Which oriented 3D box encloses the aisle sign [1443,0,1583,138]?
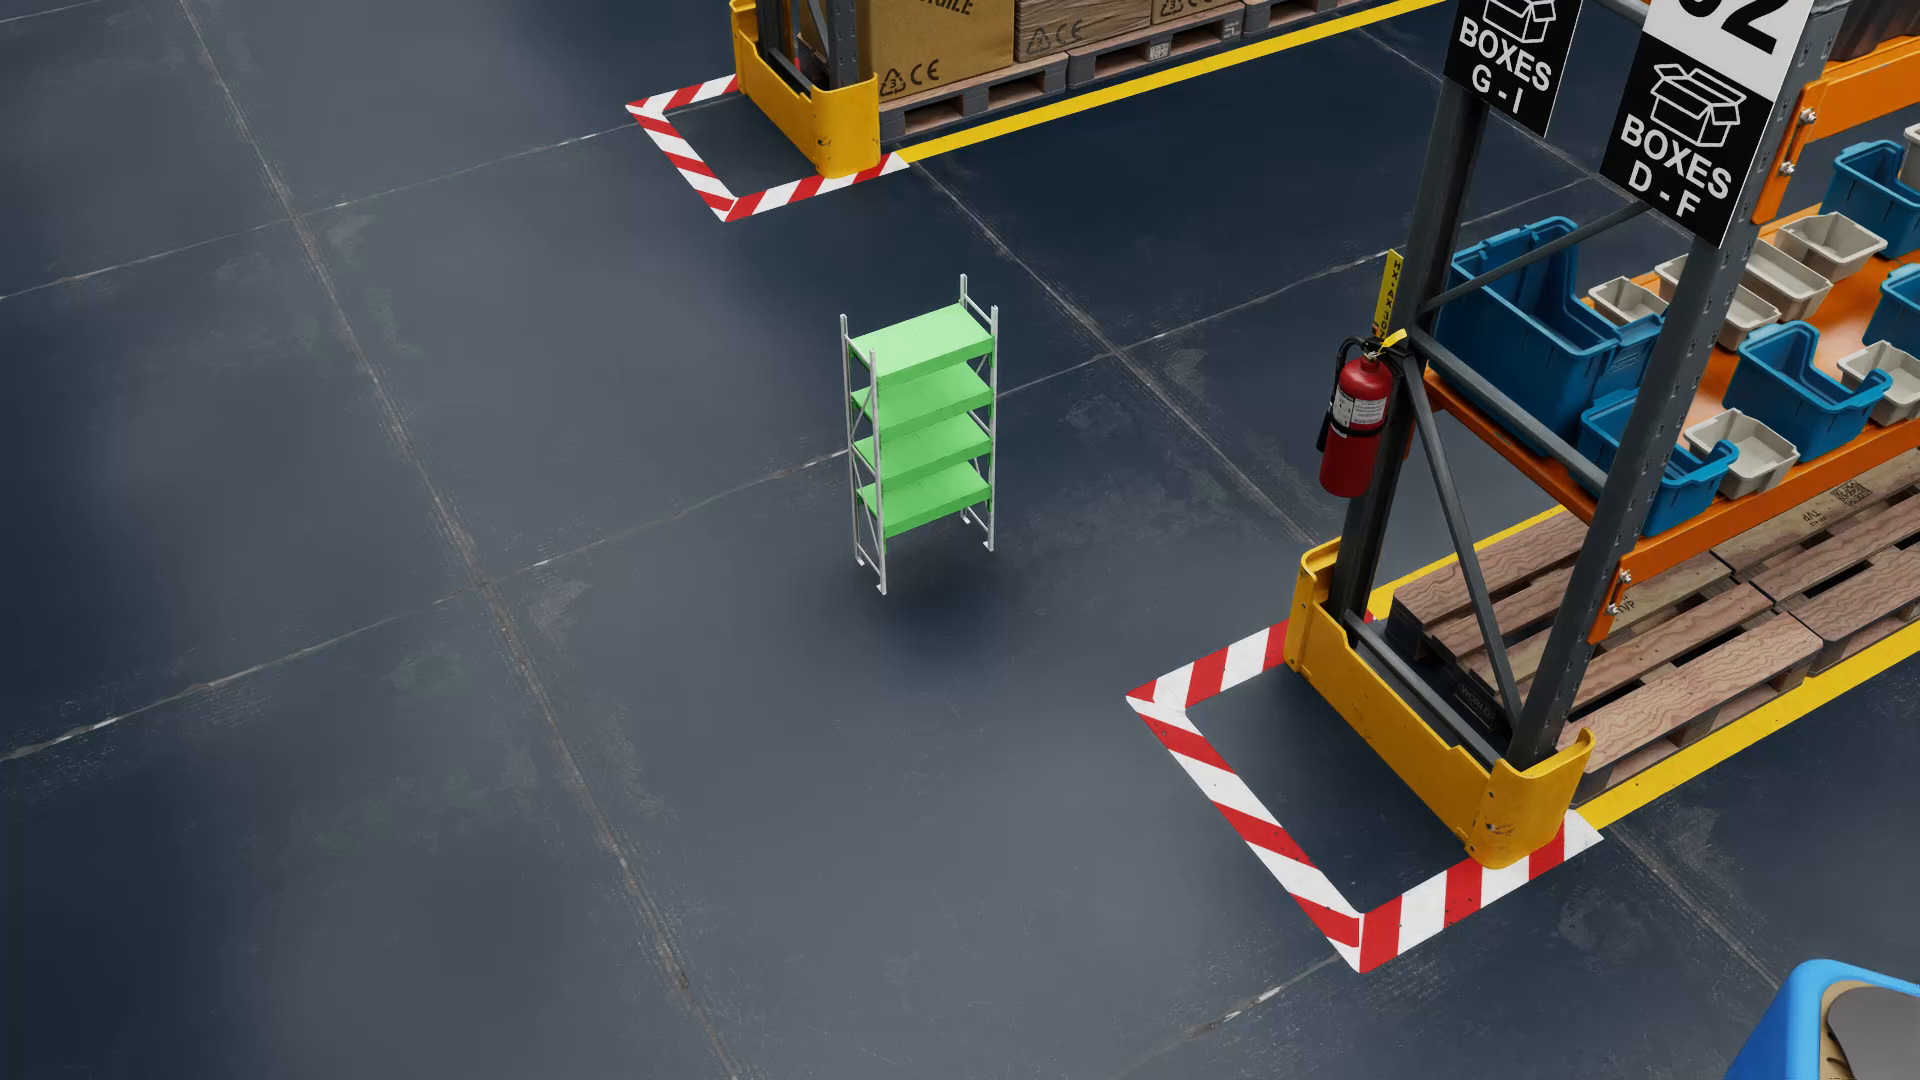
[{"bbox_3d":[1.444,-1.462,4.236,0.004,0.787,0.394,-22,48,-21],"label":"aisle sign"}]

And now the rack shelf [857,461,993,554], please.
[{"bbox_3d":[-0.144,-0.155,6.485,0.480,0.148,0.258,-22,48,-21],"label":"rack shelf"}]

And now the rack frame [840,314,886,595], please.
[{"bbox_3d":[-0.355,-0.288,6.186,0.015,1.200,0.240,-22,48,-21],"label":"rack frame"}]

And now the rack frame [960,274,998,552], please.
[{"bbox_3d":[0.068,-0.458,6.360,0.015,1.200,0.240,-22,48,-21],"label":"rack frame"}]

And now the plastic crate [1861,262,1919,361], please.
[{"bbox_3d":[3.172,-0.682,5.376,0.300,0.233,0.416,-22,48,-21],"label":"plastic crate"}]

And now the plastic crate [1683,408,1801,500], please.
[{"bbox_3d":[2.349,-0.252,5.002,0.298,0.136,0.250,-22,48,-21],"label":"plastic crate"}]

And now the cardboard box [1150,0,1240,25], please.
[{"bbox_3d":[1.260,-3.651,9.582,0.875,0.875,0.875,-22,48,-21],"label":"cardboard box"}]

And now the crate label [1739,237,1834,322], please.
[{"bbox_3d":[2.757,-0.899,5.669,0.243,0.136,0.396,-22,48,-21],"label":"crate label"}]

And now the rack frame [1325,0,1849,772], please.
[{"bbox_3d":[1.652,-0.377,4.984,0.127,3.000,1.000,-22,48,-21],"label":"rack frame"}]

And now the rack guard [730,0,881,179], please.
[{"bbox_3d":[-0.836,-2.462,8.928,0.348,0.500,1.175,-22,48,-21],"label":"rack guard"}]

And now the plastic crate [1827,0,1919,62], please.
[{"bbox_3d":[2.125,-1.372,3.949,0.590,0.269,0.497,-22,48,-21],"label":"plastic crate"}]

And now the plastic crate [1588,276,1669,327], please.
[{"bbox_3d":[2.269,-0.696,5.460,0.243,0.136,0.396,-22,48,-21],"label":"plastic crate"}]

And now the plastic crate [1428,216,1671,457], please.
[{"bbox_3d":[1.849,-0.640,5.187,0.499,0.435,0.616,-22,48,-21],"label":"plastic crate"}]

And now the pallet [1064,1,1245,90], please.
[{"bbox_3d":[0.895,-3.112,9.805,1.213,0.211,1.003,-22,48,-21],"label":"pallet"}]

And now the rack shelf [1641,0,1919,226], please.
[{"bbox_3d":[3.386,-1.889,4.905,4.000,0.370,1.077,-22,48,-21],"label":"rack shelf"}]

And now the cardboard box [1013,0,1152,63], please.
[{"bbox_3d":[0.489,-3.342,9.264,0.875,0.875,0.875,-22,48,-21],"label":"cardboard box"}]

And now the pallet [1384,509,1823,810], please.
[{"bbox_3d":[2.386,0.361,6.226,1.213,0.211,1.003,-22,48,-21],"label":"pallet"}]

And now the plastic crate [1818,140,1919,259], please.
[{"bbox_3d":[3.305,-1.206,5.916,0.300,0.233,0.416,-22,48,-21],"label":"plastic crate"}]

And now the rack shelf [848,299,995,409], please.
[{"bbox_3d":[-0.144,-0.672,5.983,0.480,0.148,0.258,-22,48,-21],"label":"rack shelf"}]

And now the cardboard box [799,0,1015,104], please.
[{"bbox_3d":[-0.300,-3.026,8.939,0.875,0.875,0.875,-22,48,-21],"label":"cardboard box"}]

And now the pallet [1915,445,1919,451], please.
[{"bbox_3d":[4.502,-0.485,7.099,1.213,0.211,1.003,-22,48,-21],"label":"pallet"}]

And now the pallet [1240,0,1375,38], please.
[{"bbox_3d":[1.955,-3.538,10.244,1.213,0.211,1.003,-22,48,-21],"label":"pallet"}]

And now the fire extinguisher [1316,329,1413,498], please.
[{"bbox_3d":[1.295,-0.437,5.370,0.183,0.674,0.296,-22,48,-21],"label":"fire extinguisher"}]

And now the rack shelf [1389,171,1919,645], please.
[{"bbox_3d":[3.386,-0.812,5.950,4.000,0.370,1.077,-22,48,-21],"label":"rack shelf"}]

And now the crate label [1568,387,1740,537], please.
[{"bbox_3d":[2.030,-0.225,4.905,0.303,0.233,0.416,-22,48,-21],"label":"crate label"}]

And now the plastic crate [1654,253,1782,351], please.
[{"bbox_3d":[2.527,-0.788,5.554,0.243,0.136,0.396,-22,48,-21],"label":"plastic crate"}]

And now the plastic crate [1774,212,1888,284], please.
[{"bbox_3d":[3.004,-1.013,5.786,0.250,0.136,0.298,-22,48,-21],"label":"plastic crate"}]

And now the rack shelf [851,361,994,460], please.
[{"bbox_3d":[-0.144,-0.500,6.150,0.480,0.148,0.258,-22,48,-21],"label":"rack shelf"}]

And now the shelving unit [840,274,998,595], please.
[{"bbox_3d":[-0.144,-0.373,6.273,0.503,1.200,0.258,-22,48,-21],"label":"shelving unit"}]

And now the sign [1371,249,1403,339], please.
[{"bbox_3d":[1.364,-0.762,5.264,0.005,0.325,0.100,-22,48,-21],"label":"sign"}]

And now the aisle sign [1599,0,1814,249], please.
[{"bbox_3d":[1.738,-1.105,3.868,0.004,0.787,0.394,-22,48,-21],"label":"aisle sign"}]

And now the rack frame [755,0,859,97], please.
[{"bbox_3d":[-0.815,-3.368,8.066,0.127,3.000,1.000,-22,48,-21],"label":"rack frame"}]

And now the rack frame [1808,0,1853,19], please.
[{"bbox_3d":[1.652,-2.530,2.895,0.127,3.000,1.000,-22,48,-21],"label":"rack frame"}]

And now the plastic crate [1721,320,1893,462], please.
[{"bbox_3d":[2.601,-0.453,5.141,0.300,0.233,0.416,-22,48,-21],"label":"plastic crate"}]

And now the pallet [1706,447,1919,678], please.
[{"bbox_3d":[3.443,-0.059,6.659,1.213,0.211,1.003,-22,48,-21],"label":"pallet"}]

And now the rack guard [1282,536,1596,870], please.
[{"bbox_3d":[1.638,0.536,5.838,0.348,0.500,1.175,-22,48,-21],"label":"rack guard"}]

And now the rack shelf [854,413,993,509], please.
[{"bbox_3d":[-0.144,-0.327,6.317,0.480,0.148,0.258,-22,48,-21],"label":"rack shelf"}]

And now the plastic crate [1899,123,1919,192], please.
[{"bbox_3d":[3.705,-1.325,6.004,0.530,0.282,0.437,-22,48,-21],"label":"plastic crate"}]

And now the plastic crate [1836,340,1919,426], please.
[{"bbox_3d":[2.938,-0.487,5.244,0.298,0.136,0.250,-22,48,-21],"label":"plastic crate"}]

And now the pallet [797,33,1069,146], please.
[{"bbox_3d":[-0.161,-2.692,9.372,1.213,0.211,1.003,-22,48,-21],"label":"pallet"}]
